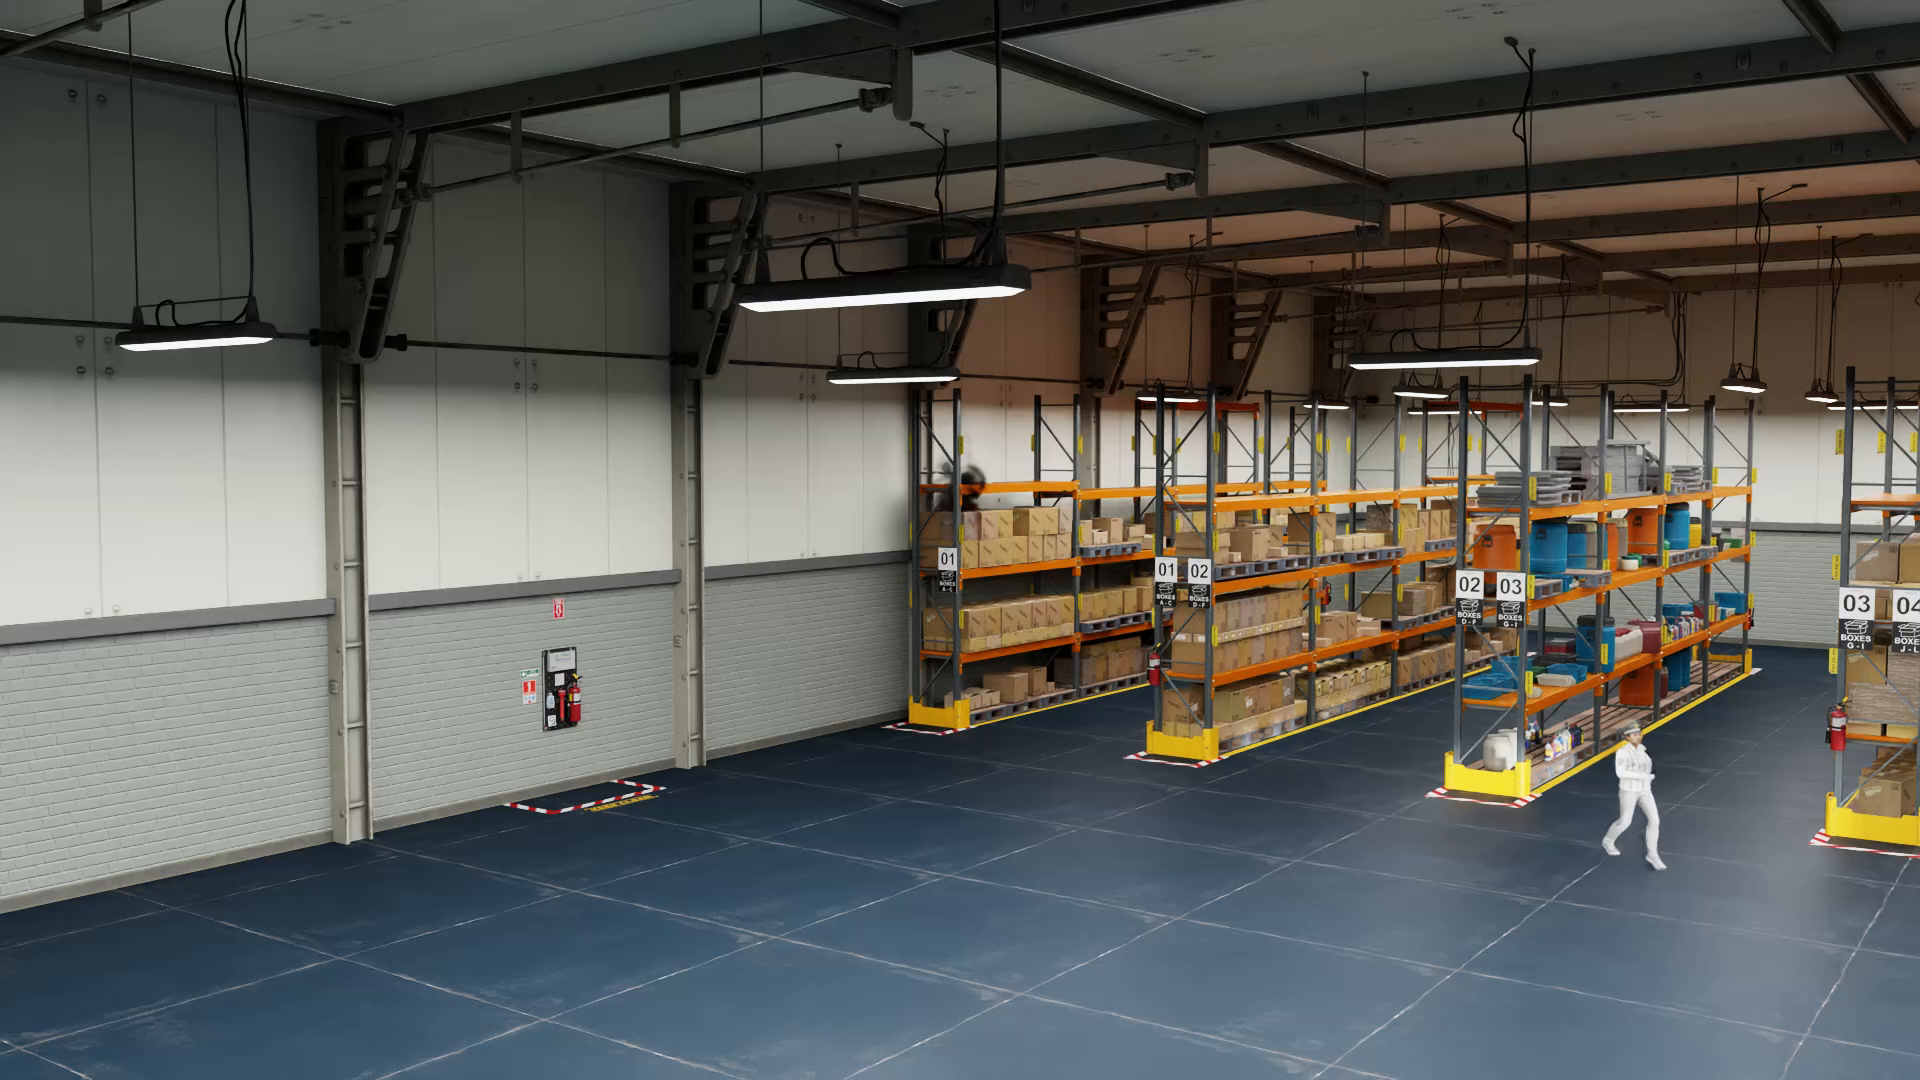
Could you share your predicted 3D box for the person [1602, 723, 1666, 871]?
[{"bbox_3d":[8.086,3.028,19.898,0.618,1.718,0.862,-1,3,-20],"label":"person"}]
